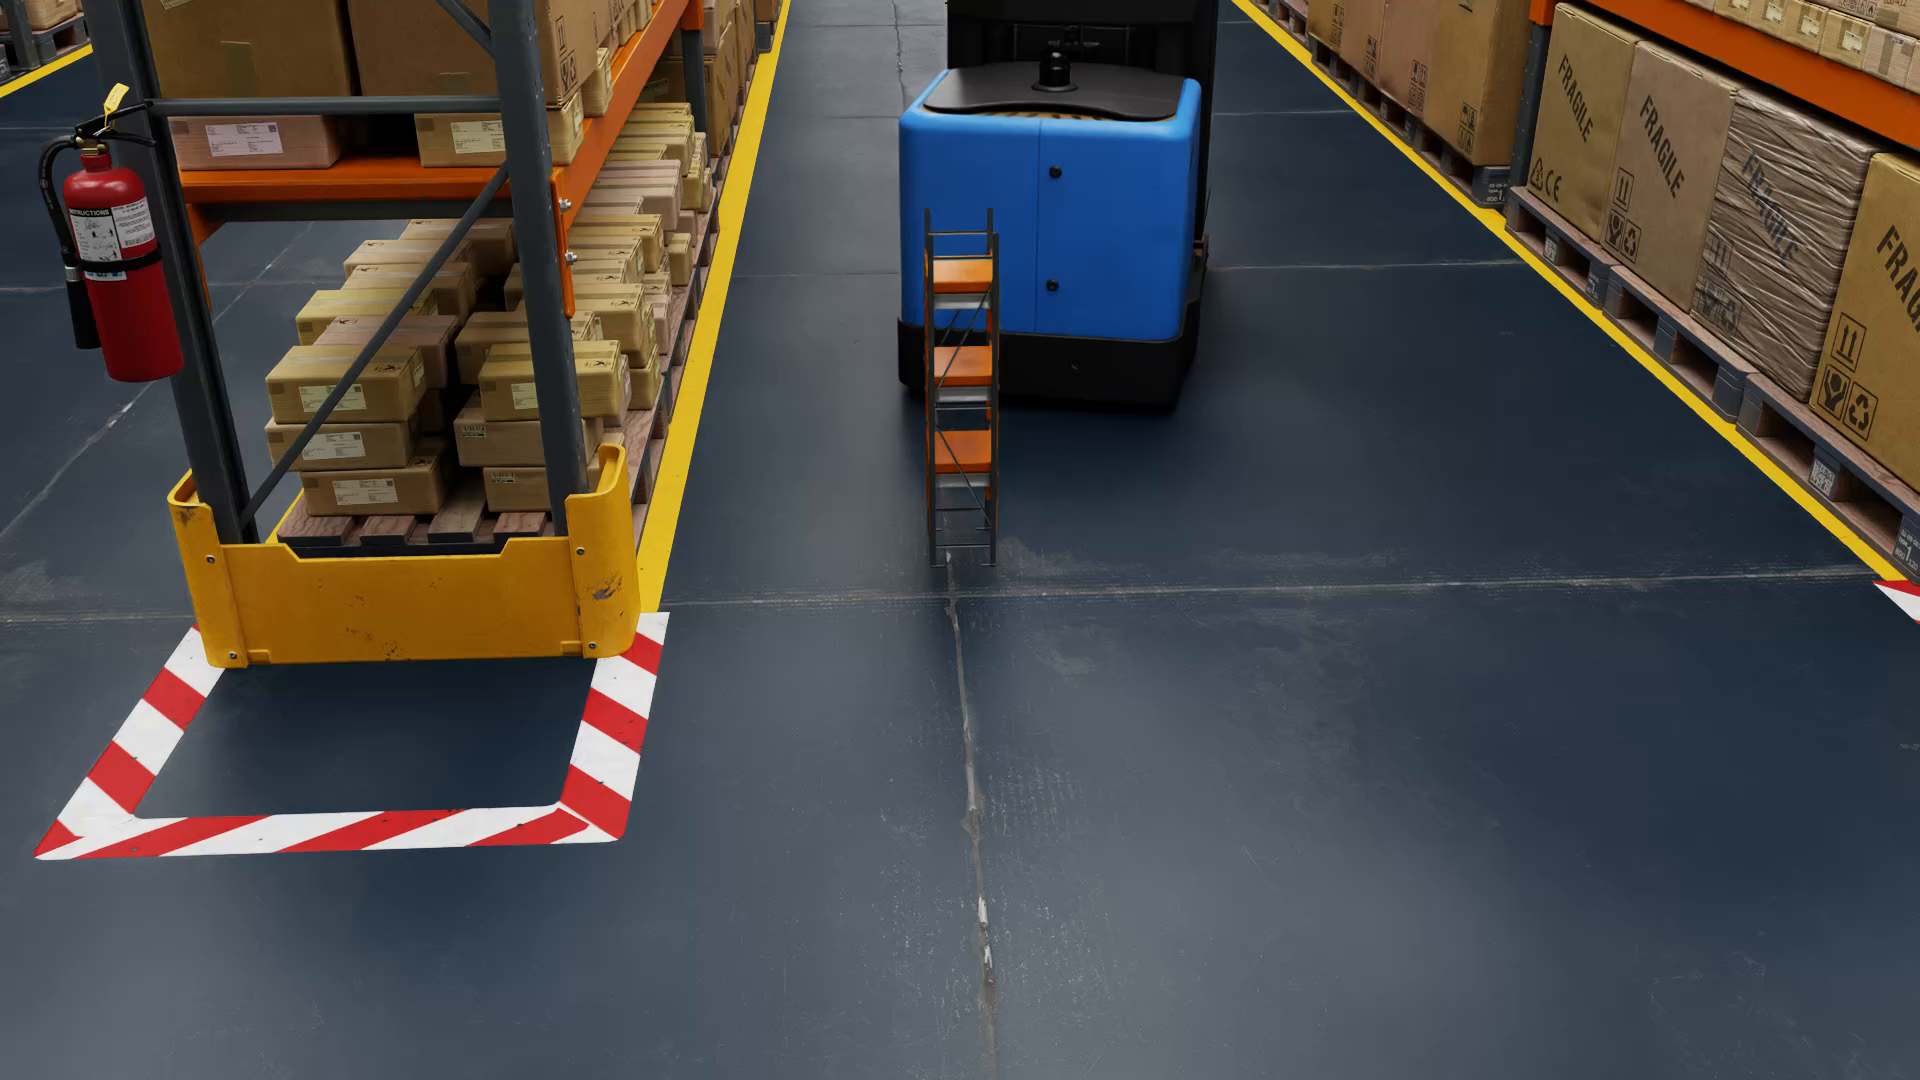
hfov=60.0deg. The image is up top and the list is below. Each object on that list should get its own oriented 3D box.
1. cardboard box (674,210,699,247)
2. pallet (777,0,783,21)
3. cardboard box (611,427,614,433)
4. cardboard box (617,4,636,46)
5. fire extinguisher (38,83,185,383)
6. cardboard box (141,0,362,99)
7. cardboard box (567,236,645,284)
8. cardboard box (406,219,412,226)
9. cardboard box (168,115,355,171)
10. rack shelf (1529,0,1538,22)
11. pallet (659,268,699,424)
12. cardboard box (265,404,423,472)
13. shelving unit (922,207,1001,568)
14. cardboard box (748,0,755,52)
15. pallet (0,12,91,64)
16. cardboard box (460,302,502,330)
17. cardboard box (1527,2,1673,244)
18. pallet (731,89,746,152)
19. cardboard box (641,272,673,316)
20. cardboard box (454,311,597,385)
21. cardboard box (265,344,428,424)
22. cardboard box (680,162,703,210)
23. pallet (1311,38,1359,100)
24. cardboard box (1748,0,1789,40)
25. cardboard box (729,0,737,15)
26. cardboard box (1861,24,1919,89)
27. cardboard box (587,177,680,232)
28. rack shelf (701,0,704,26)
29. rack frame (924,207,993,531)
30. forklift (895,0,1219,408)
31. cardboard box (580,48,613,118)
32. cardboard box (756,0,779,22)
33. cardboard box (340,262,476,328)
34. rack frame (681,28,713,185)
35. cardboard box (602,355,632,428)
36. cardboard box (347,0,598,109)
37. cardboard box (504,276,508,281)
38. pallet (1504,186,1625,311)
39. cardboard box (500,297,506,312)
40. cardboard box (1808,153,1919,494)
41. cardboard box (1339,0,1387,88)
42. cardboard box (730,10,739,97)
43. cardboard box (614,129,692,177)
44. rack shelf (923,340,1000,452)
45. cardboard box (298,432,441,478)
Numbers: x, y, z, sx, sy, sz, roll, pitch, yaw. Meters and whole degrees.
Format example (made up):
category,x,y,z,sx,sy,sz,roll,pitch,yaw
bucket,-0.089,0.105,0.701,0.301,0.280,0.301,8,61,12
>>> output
category,x,y,z,sx,sy,sz,roll,pitch,yaw
cardboard box,-1.349,-1.388,7.296,0.380,0.149,0.250,-2,28,-4
pallet,-1.954,-4.420,13.496,1.003,0.211,1.213,-1,28,-3
cardboard box,-1.333,-0.439,5.477,0.380,0.149,0.250,-1,28,-2
cardboard box,-1.332,-1.799,5.728,0.380,0.149,0.250,0,28,-1
fire extinguisher,-1.957,-0.707,3.849,0.296,0.674,0.183,-1,28,-3
cardboard box,-1.790,-1.412,4.283,0.500,0.500,0.500,-1,28,-2
cardboard box,-1.318,-0.955,5.822,0.380,0.149,0.250,0,28,-1
cardboard box,-1.851,-1.181,6.256,0.380,0.149,0.250,-1,28,-2
cardboard box,-1.809,-1.066,4.323,0.380,0.149,0.250,-1,28,-3
rack shelf,3.136,-3.559,9.608,1.077,0.370,4.000,-1,28,-3
pallet,-1.581,-0.771,6.500,1.003,0.211,1.213,-1,28,-3
cardboard box,-1.822,-0.325,4.936,0.380,0.149,0.250,-2,28,-4
shelving unit,0.003,-0.441,4.960,0.215,1.050,0.252,-1,28,-3
cardboard box,-1.632,-3.509,10.983,0.500,0.500,0.500,-2,28,-3
pallet,-6.905,-3.687,12.091,1.003,0.211,1.213,-1,28,-3
cardboard box,-1.762,-0.691,5.639,0.380,0.149,0.250,-2,28,-3
cardboard box,3.195,-1.892,7.477,0.875,0.875,0.875,-1,28,-3
pallet,-1.827,-2.569,9.948,1.003,0.211,1.213,-1,28,-3
cardboard box,-1.311,-0.920,6.399,0.380,0.149,0.250,-1,28,-3
cardboard box,-1.332,-0.595,5.132,0.380,0.149,0.250,-1,28,-2
cardboard box,-1.790,-0.458,4.871,0.380,0.149,0.250,-1,28,-2
cardboard box,-1.326,-1.550,7.284,0.380,0.149,0.250,-2,28,-4
pallet,2.997,-3.199,11.156,1.003,0.211,1.213,-1,28,-3
cardboard box,3.022,-1.858,5.841,0.380,0.149,0.250,-1,28,-2
cardboard box,-1.546,-3.121,9.428,0.500,0.250,0.500,0,28,-1
cardboard box,3.062,-1.504,5.162,0.380,0.149,0.250,-1,28,-2
cardboard box,-1.298,-1.309,6.501,0.380,0.149,0.250,-2,28,-4
rack shelf,-1.823,-3.486,9.468,1.077,0.370,4.000,-1,28,-3
rack frame,-0.004,-0.497,5.068,0.200,1.050,0.008,-1,28,-3
forklift,0.527,-2.434,6.747,1.130,2.935,3.031,5,28,9
cardboard box,-1.214,-1.322,4.813,0.380,0.149,0.250,-2,28,-4
cardboard box,-1.869,-4.201,12.039,1.050,0.750,0.750,-2,28,-3
cardboard box,-1.837,-0.813,5.551,0.380,0.149,0.250,-2,28,-5
rack frame,-1.718,-2.881,7.531,1.000,3.000,0.127,-1,28,-3
cardboard box,-1.238,-0.464,5.203,0.380,0.149,0.250,-2,28,-3
cardboard box,-1.257,-1.424,4.307,0.500,0.500,0.500,0,28,0
cardboard box,-1.928,-1.049,6.325,0.380,0.149,0.250,-1,28,-2
pallet,3.202,-1.365,7.639,1.003,0.211,1.213,-1,28,-3
cardboard box,-1.884,-0.791,6.152,0.380,0.149,0.250,-1,28,-2
cardboard box,3.336,-0.645,5.086,0.875,0.875,0.875,-1,28,-3
cardboard box,3.085,-3.315,10.205,1.225,0.875,0.875,-1,28,-2
cardboard box,-1.562,-2.793,9.610,0.500,0.500,0.500,-1,28,-2
cardboard box,-1.367,-1.677,7.208,0.380,0.149,0.250,-2,28,-3
rack shelf,0.003,-0.431,4.965,0.215,0.259,0.240,-1,28,-3
cardboard box,-1.860,-0.311,5.231,0.380,0.149,0.250,-1,28,-1
